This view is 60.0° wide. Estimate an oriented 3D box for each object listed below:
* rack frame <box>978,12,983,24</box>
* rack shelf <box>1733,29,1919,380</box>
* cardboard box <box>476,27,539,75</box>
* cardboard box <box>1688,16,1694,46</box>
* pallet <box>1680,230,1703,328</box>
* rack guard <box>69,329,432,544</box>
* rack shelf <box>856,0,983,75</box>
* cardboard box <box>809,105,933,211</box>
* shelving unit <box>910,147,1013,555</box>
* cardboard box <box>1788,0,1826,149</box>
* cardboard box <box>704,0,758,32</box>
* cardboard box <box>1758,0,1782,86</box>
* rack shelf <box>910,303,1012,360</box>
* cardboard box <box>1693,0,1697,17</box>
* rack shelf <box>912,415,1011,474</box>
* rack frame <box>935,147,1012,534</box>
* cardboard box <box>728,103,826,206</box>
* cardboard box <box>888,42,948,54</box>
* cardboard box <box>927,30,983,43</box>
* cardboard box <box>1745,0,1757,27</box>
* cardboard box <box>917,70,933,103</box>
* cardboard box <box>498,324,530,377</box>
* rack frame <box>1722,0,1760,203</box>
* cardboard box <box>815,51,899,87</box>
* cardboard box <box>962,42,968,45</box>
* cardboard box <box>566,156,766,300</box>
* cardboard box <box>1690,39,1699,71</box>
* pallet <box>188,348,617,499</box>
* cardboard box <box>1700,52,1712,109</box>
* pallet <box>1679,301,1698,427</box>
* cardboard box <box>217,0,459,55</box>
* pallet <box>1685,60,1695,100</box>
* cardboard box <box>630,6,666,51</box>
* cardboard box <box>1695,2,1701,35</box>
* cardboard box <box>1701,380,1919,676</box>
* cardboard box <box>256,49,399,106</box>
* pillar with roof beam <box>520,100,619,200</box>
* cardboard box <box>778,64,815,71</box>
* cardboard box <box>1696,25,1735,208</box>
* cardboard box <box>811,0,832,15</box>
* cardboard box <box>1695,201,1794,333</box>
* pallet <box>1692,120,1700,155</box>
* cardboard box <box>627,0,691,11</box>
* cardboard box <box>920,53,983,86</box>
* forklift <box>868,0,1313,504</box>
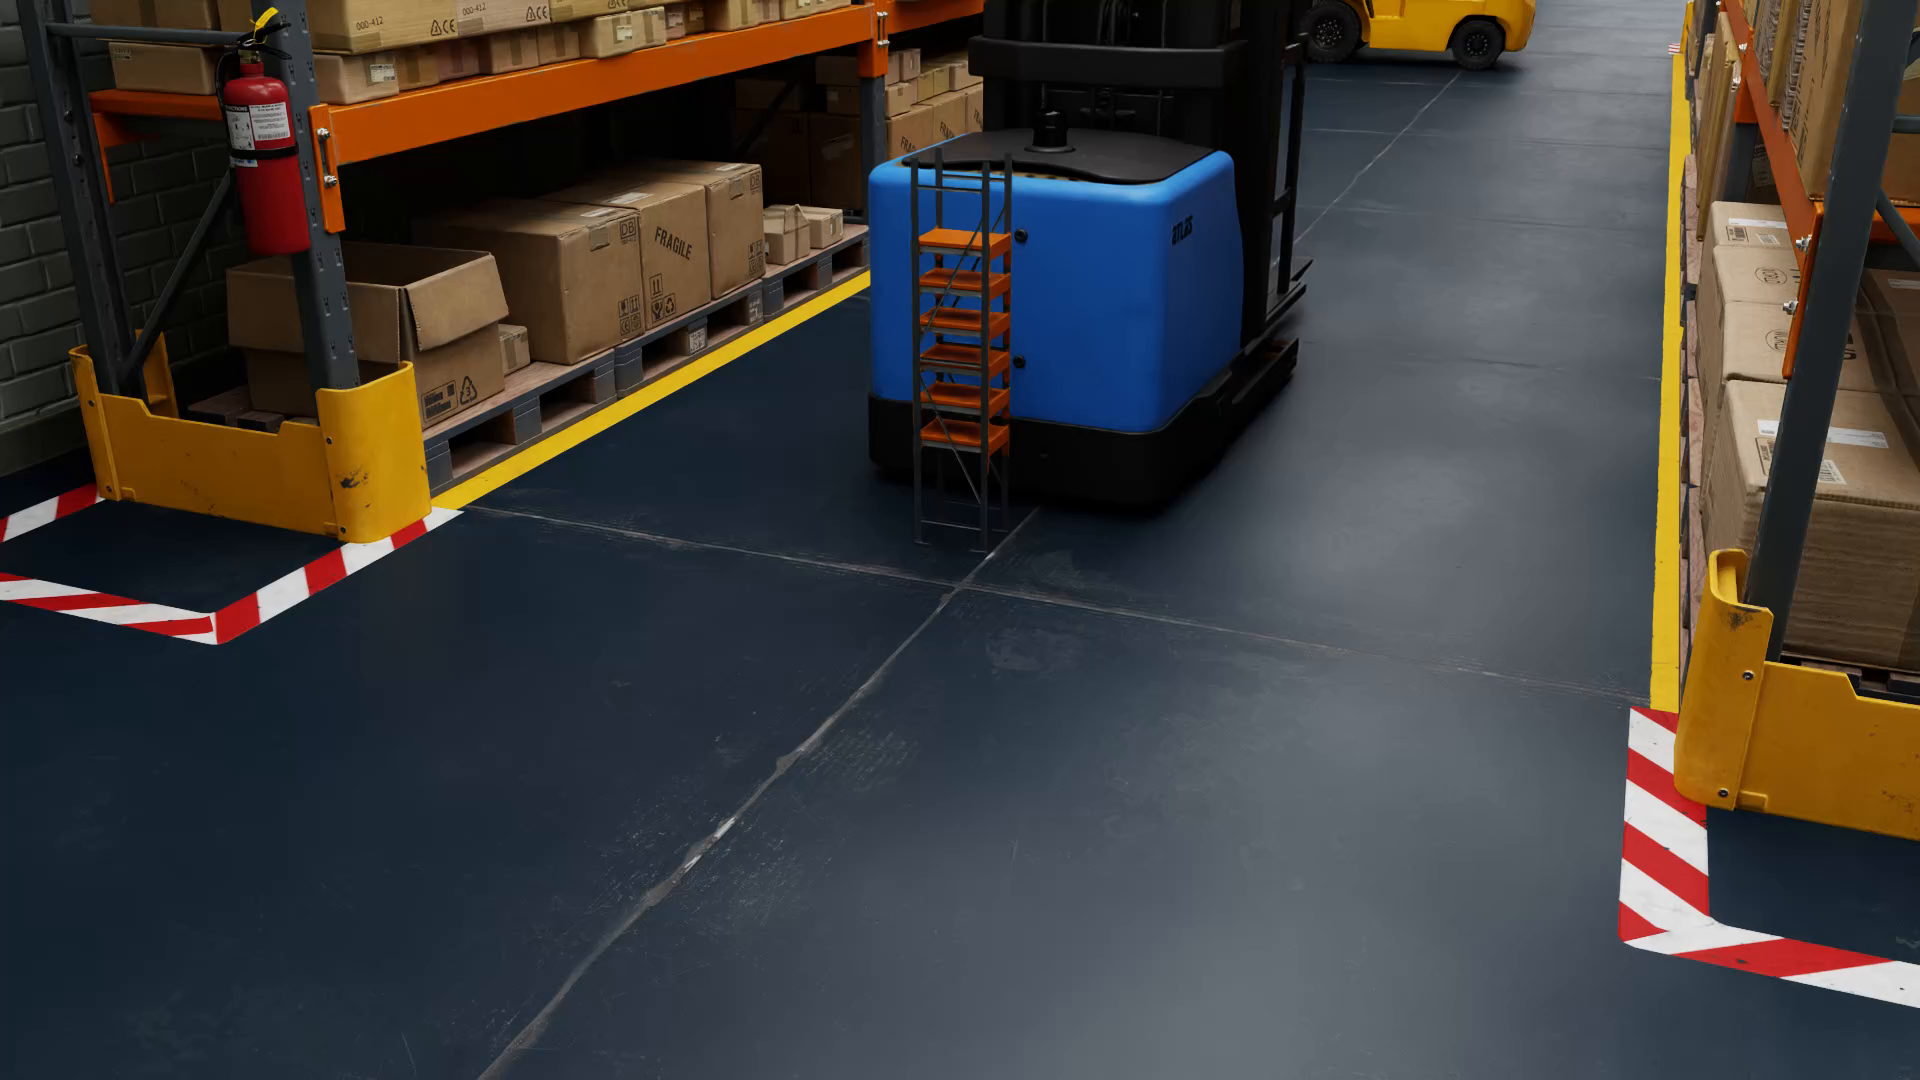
[{"bbox_3d":[0.619,-4.346,11.762,1.000,3.000,0.127,9,24,20],"label":"rack frame"},{"bbox_3d":[3.000,-1.157,5.062,1.077,0.370,4.000,9,24,20],"label":"rack shelf"},{"bbox_3d":[-1.708,-1.724,5.811,0.380,0.149,0.250,10,25,22],"label":"cardboard box"},{"bbox_3d":[7.448,-4.994,16.336,0.500,0.250,0.500,10,25,22],"label":"cardboard box"},{"bbox_3d":[3.960,-1.205,7.861,1.003,0.211,1.213,9,24,20],"label":"pallet"},{"bbox_3d":[-2.324,-0.357,5.455,1.175,0.500,0.348,9,24,20],"label":"rack guard"},{"bbox_3d":[-0.124,-3.298,10.187,1.077,0.370,4.000,9,24,20],"label":"rack shelf"},{"bbox_3d":[-0.478,-2.096,9.073,0.500,0.500,0.500,10,25,22],"label":"cardboard box"},{"bbox_3d":[0.005,-0.559,5.031,0.258,1.200,0.189,9,24,20],"label":"shelving unit"},{"bbox_3d":[2.391,-1.208,4.120,0.500,0.500,0.500,8,24,19],"label":"cardboard box"},{"bbox_3d":[-1.093,-2.270,7.119,0.380,0.149,0.250,8,24,19],"label":"cardboard box"},{"bbox_3d":[2.944,-1.764,5.452,0.500,0.500,0.500,9,24,20],"label":"cardboard box"},{"bbox_3d":[0.005,-0.629,5.002,0.258,0.103,0.180,9,24,20],"label":"rack shelf"},{"bbox_3d":[7.446,-5.325,16.156,0.500,0.500,0.500,8,24,18],"label":"cardboard box"},{"bbox_3d":[0.005,-0.296,5.141,0.258,0.103,0.180,9,24,20],"label":"rack shelf"},{"bbox_3d":[0.039,-0.592,5.110,0.240,1.200,0.006,9,24,20],"label":"rack frame"},{"bbox_3d":[-0.959,-2.173,9.258,0.500,0.500,0.500,9,24,20],"label":"cardboard box"},{"bbox_3d":[-0.295,-3.073,10.572,0.380,0.149,0.250,9,24,20],"label":"cardboard box"},{"bbox_3d":[-0.006,-3.352,11.239,0.380,0.149,0.250,9,24,21],"label":"cardboard box"},{"bbox_3d":[3.676,-2.332,7.137,0.500,0.250,0.500,8,24,19],"label":"cardboard box"},{"bbox_3d":[-0.371,-2.548,9.315,0.380,0.149,0.250,7,24,17],"label":"cardboard box"},{"bbox_3d":[-1.843,-0.713,6.219,0.380,0.149,0.250,8,24,18],"label":"cardboard box"},{"bbox_3d":[3.743,-2.205,6.637,1.000,3.000,0.127,9,24,20],"label":"rack frame"},{"bbox_3d":[-0.543,-2.490,8.791,0.380,0.149,0.250,8,24,19],"label":"cardboard box"},{"bbox_3d":[0.227,-3.105,10.649,0.380,0.149,0.250,8,24,19],"label":"cardboard box"},{"bbox_3d":[-1.298,-1.400,7.409,0.700,0.500,0.500,8,24,18],"label":"cardboard box"},{"bbox_3d":[6.685,-4.243,14.538,0.500,0.250,0.500,10,25,22],"label":"cardboard box"},{"bbox_3d":[-2.029,-0.509,6.194,1.003,0.211,1.213,9,24,20],"label":"pallet"},{"bbox_3d":[6.002,-3.354,12.253,0.950,0.372,0.625,10,25,22],"label":"cardboard box"},{"bbox_3d":[3.388,-0.657,6.550,1.003,0.211,1.213,9,24,20],"label":"pallet"},{"bbox_3d":[-1.934,-1.675,5.176,0.500,0.250,0.500,9,24,20],"label":"cardboard box"},{"bbox_3d":[6.931,-4.027,14.616,1.003,0.211,1.213,9,24,20],"label":"pallet"},{"bbox_3d":[-1.372,-1.996,6.464,0.380,0.149,0.250,9,24,21],"label":"cardboard box"},{"bbox_3d":[6.873,-4.771,14.831,0.500,0.500,0.500,9,24,21],"label":"cardboard box"},{"bbox_3d":[2.410,-0.036,4.223,0.875,0.438,0.875,8,24,18],"label":"cardboard box"},{"bbox_3d":[-1.976,-1.445,5.144,0.380,0.149,0.250,9,24,20],"label":"cardboard box"},{"bbox_3d":[2.035,-4.946,5.416,9.100,9.000,0.400,9,24,20],"label":"pillar with roof beam"},{"bbox_3d":[-0.823,-2.610,9.464,0.380,0.149,0.250,9,24,21],"label":"cardboard box"},{"bbox_3d":[4.560,-2.296,9.067,0.875,0.875,0.875,9,24,21],"label":"cardboard box"},{"bbox_3d":[-0.827,-2.552,7.793,0.380,0.149,0.250,9,24,21],"label":"cardboard box"},{"bbox_3d":[3.410,-1.007,6.549,0.875,0.438,0.875,8,24,19],"label":"cardboard box"},{"bbox_3d":[5.521,-2.629,11.270,1.003,0.211,1.213,9,24,20],"label":"pallet"},{"bbox_3d":[-1.391,-2.223,6.489,0.500,0.250,0.500,8,24,19],"label":"cardboard box"},{"bbox_3d":[-0.060,-2.820,9.967,0.380,0.149,0.250,10,25,22],"label":"cardboard box"},{"bbox_3d":[0.744,-2.003,6.242,1.130,2.935,3.031,10,25,22],"label":"forklift"}]
